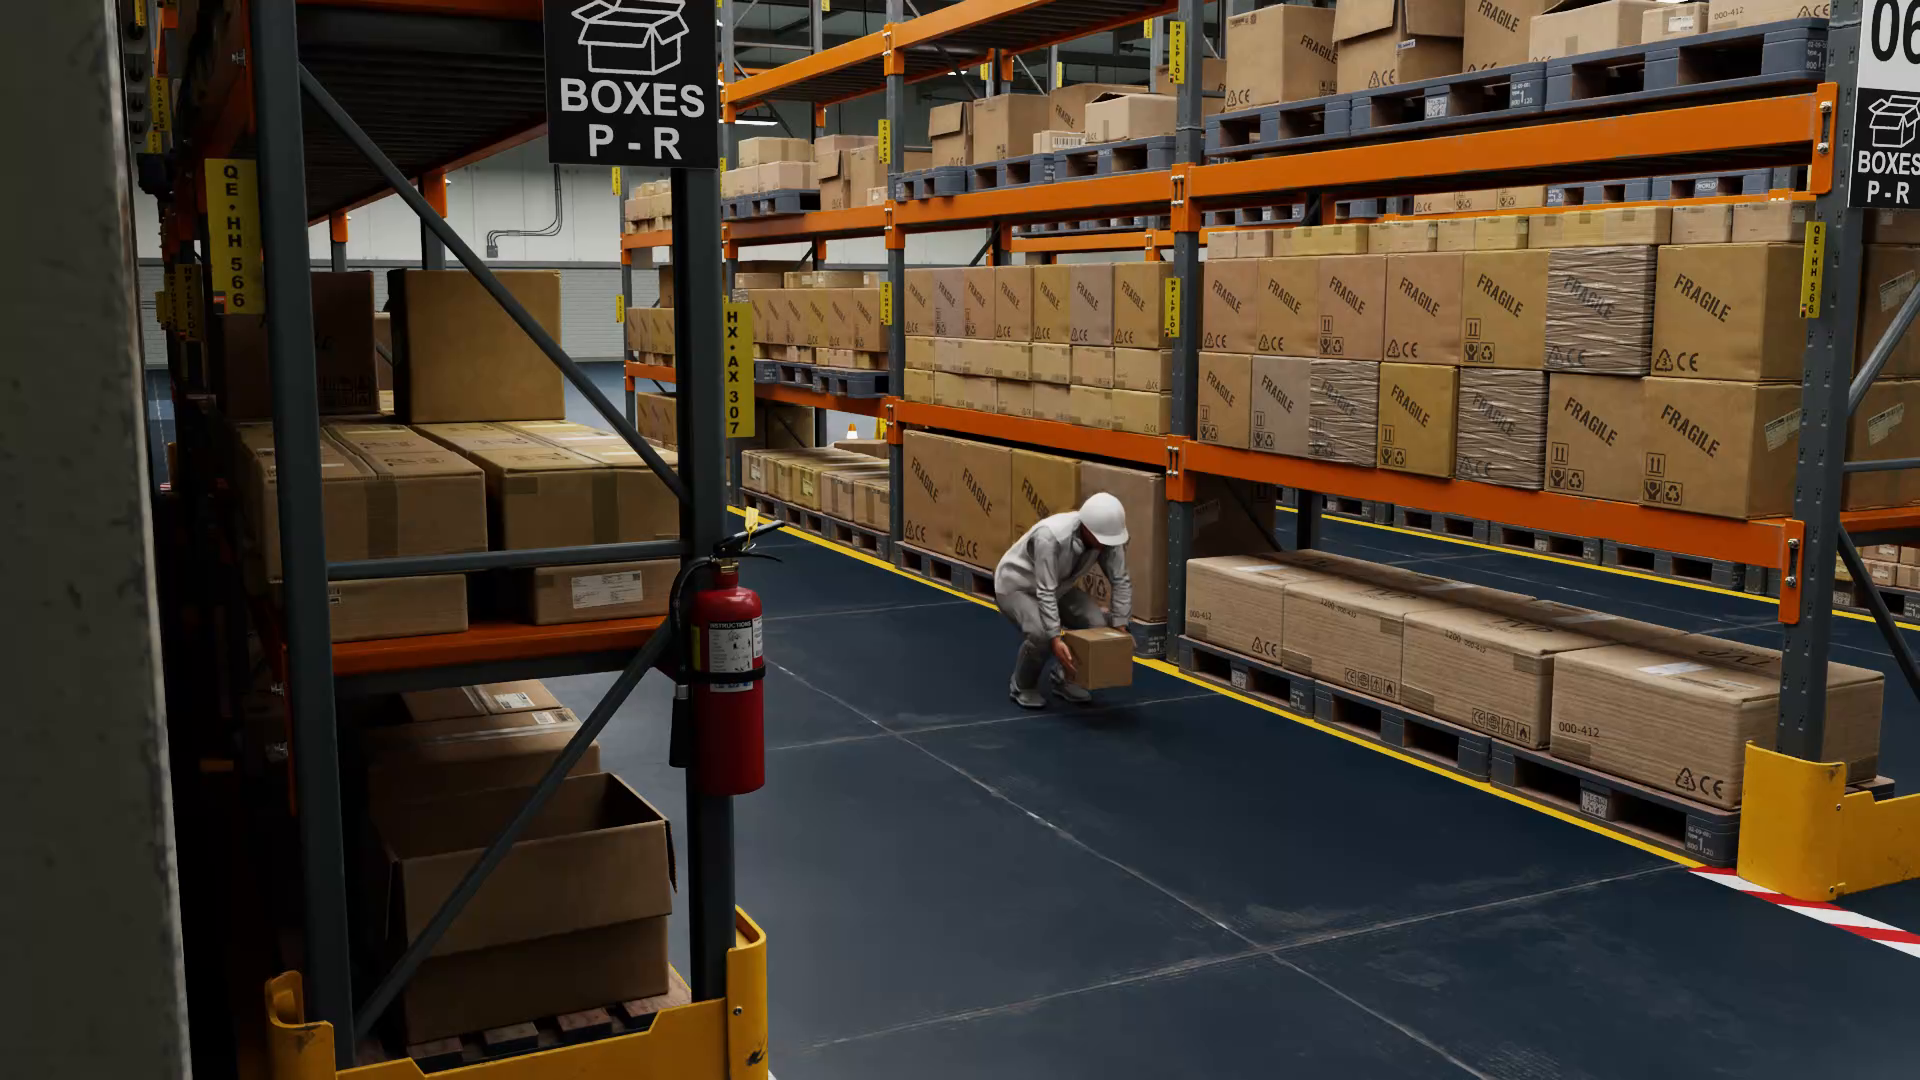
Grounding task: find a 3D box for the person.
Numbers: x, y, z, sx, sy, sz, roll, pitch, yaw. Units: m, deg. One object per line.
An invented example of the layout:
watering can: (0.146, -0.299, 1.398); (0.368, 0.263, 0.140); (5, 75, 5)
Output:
person: (0.554, 0.292, 8.579); (0.560, 1.147, 0.862); (-4, 9, -26)
